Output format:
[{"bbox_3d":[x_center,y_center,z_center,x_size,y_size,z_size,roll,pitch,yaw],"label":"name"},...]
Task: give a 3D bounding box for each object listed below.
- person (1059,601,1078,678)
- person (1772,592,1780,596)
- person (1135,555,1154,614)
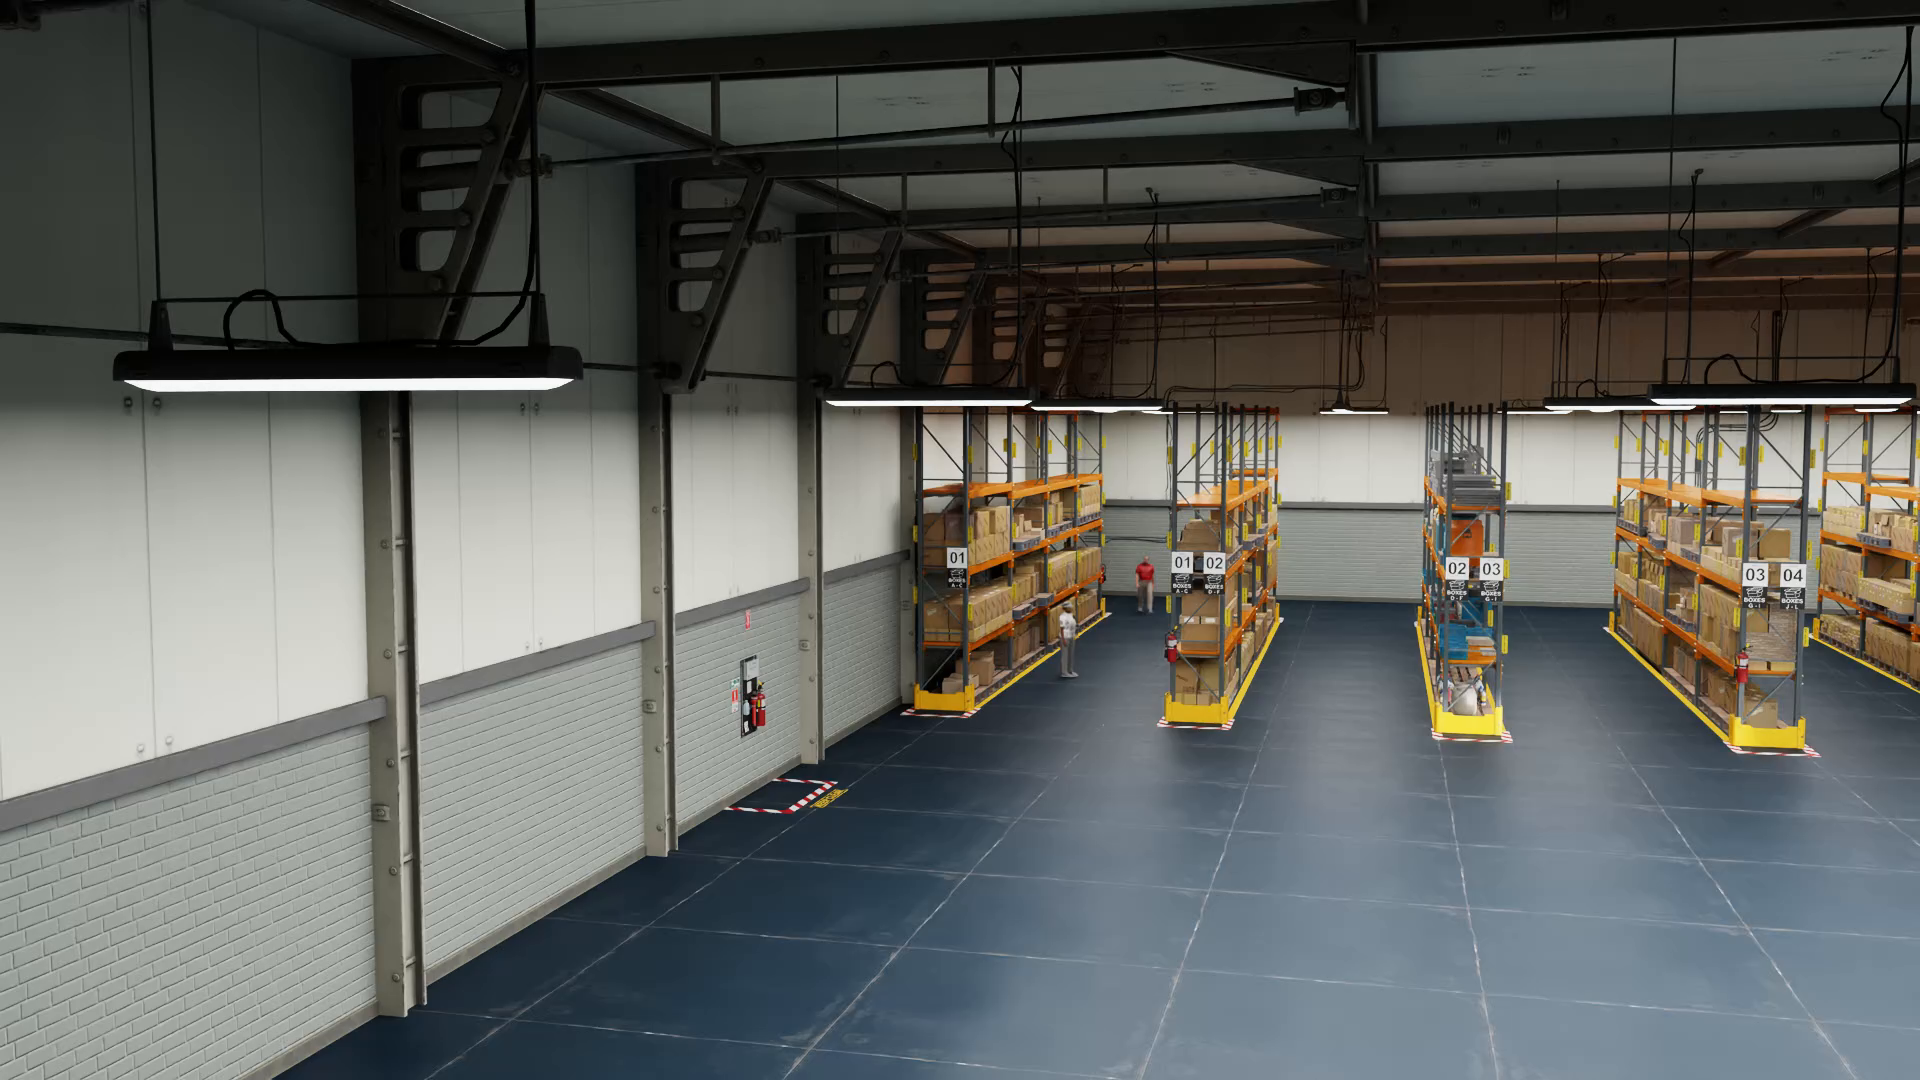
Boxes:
[{"bbox_3d":[2.412,2.183,36.654,0.412,1.697,0.508,3,5,35],"label":"person"},{"bbox_3d":[21.234,1.695,43.374,0.449,1.629,0.974,1,4,12],"label":"person"},{"bbox_3d":[5.395,1.292,48.439,0.586,1.671,1.049,0,4,1],"label":"person"}]
